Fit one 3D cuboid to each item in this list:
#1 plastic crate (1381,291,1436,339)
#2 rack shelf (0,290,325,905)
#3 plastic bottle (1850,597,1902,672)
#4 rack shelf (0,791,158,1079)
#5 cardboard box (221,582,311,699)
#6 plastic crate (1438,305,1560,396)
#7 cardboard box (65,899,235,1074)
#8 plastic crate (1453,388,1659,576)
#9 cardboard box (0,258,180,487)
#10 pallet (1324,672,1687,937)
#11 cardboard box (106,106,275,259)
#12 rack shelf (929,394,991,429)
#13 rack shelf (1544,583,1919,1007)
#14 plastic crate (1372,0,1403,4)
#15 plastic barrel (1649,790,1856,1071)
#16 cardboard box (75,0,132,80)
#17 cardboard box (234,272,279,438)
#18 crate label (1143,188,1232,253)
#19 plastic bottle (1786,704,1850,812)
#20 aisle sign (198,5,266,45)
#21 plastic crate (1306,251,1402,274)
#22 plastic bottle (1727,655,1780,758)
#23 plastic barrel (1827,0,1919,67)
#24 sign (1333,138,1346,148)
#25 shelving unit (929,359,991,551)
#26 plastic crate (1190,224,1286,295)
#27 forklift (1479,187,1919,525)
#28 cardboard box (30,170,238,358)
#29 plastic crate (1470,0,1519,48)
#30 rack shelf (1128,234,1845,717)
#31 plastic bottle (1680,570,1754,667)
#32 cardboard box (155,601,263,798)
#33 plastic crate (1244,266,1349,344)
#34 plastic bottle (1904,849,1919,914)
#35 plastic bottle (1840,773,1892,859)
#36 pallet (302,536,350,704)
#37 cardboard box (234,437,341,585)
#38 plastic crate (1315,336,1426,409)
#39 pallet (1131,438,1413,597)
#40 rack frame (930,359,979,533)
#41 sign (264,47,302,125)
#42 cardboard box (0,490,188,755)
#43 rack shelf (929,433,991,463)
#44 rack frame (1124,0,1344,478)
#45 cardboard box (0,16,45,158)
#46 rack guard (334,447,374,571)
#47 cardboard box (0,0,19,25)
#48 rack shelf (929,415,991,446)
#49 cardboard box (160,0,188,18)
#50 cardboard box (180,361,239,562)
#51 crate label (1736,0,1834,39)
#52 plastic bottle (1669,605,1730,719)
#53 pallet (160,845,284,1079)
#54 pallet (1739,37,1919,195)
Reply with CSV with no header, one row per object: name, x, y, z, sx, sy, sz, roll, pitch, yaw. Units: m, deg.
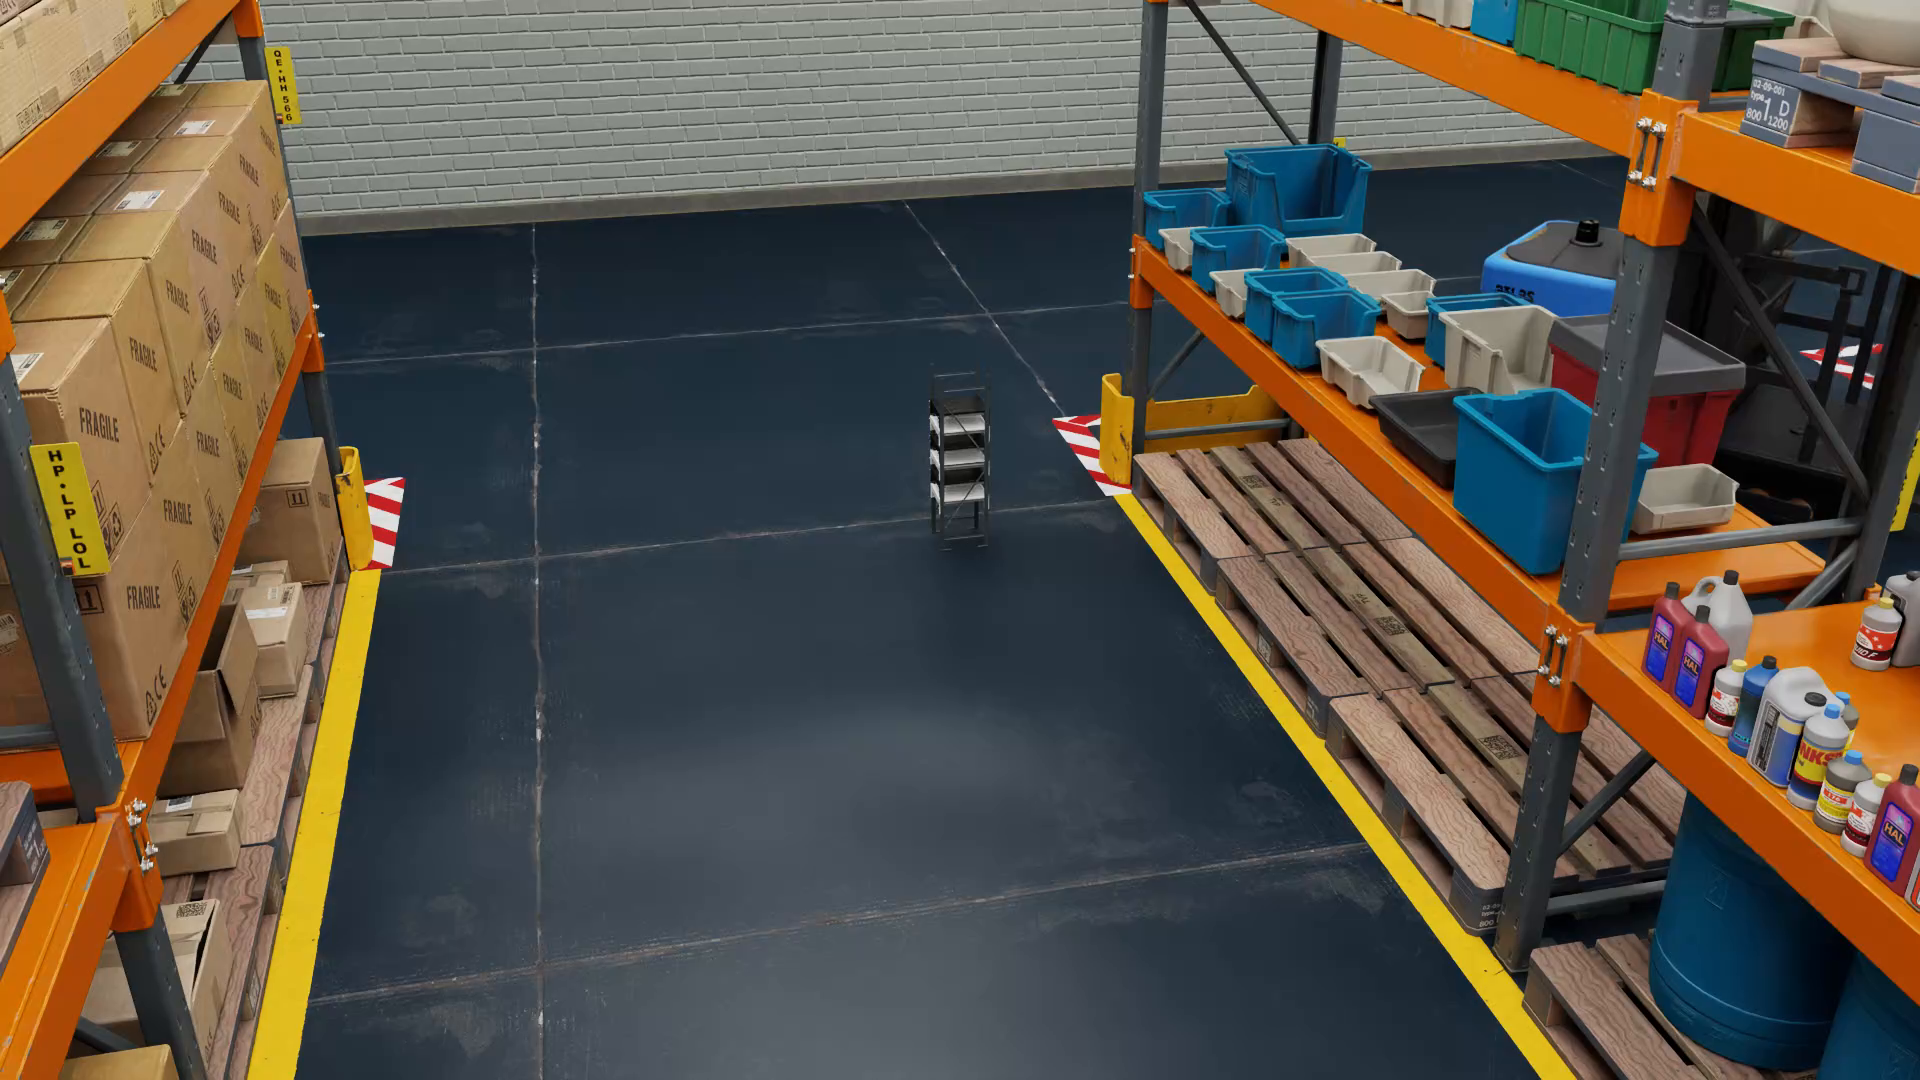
plastic crate,1.953,-0.943,7.014,0.298,0.136,0.250,-6,27,-12
rack shelf,-3.006,-0.049,5.817,1.077,0.370,4.000,-6,27,-12
plastic bottle,2.558,0.256,4.634,0.097,0.201,0.097,0,27,0
rack shelf,-2.104,1.707,2.338,1.077,0.370,4.000,-6,27,-12
cardboard box,-2.909,0.417,6.659,0.500,0.250,0.500,-6,27,-12
plastic crate,2.107,-0.657,6.287,0.437,0.282,0.530,-6,27,-12
cardboard box,-2.439,1.305,4.830,0.500,0.311,0.500,-6,27,-12
plastic crate,1.834,-0.184,5.236,0.392,0.384,0.575,-6,27,-12
cardboard box,-2.504,-0.445,4.582,0.500,0.500,0.500,-7,28,-13
pallet,2.068,0.932,6.168,1.003,0.211,1.213,-6,27,-12
cardboard box,-2.974,-1.350,6.375,0.500,0.500,0.500,-5,27,-10
rack shelf,-0.002,-0.617,7.948,0.258,0.077,0.200,-6,27,-12
rack shelf,2.722,1.206,3.331,1.077,0.370,4.000,-6,27,-12
plastic crate,1.569,-2.032,5.748,0.437,0.282,0.530,-6,27,-12
plastic barrel,2.378,0.996,4.810,0.600,0.901,0.708,-6,27,-12
cardboard box,-2.644,-1.443,4.617,0.500,0.250,0.500,-6,27,-12
cardboard box,-2.863,-0.677,6.151,0.500,0.500,0.500,-6,27,-11
crate label,1.105,-1.560,8.131,0.416,0.233,0.303,-6,27,-12
plastic bottle,2.087,0.520,4.034,0.097,0.271,0.097,0,27,0
aisle sign,-3.174,-2.470,6.929,0.394,0.787,0.004,-6,27,-12
plastic crate,1.782,-1.190,7.506,0.396,0.136,0.243,-6,27,-12
plastic bottle,2.034,0.418,4.235,0.097,0.271,0.097,0,27,0
plastic barrel,2.146,-1.324,3.599,0.433,0.535,0.433,0,27,0
sign,1.902,-1.885,8.475,0.100,0.325,0.005,-6,27,-12
shelving unit,-0.002,-0.405,8.054,0.258,0.900,0.210,-6,27,-12
plastic crate,1.253,-1.271,7.558,0.416,0.233,0.300,-6,27,-12
forklift,4.261,-1.618,8.204,3.031,2.935,1.130,19,33,33
cardboard box,-2.737,-0.898,5.479,0.500,0.500,0.500,-5,27,-10
plastic crate,1.755,-1.625,4.998,0.416,0.233,0.300,-6,27,-12
rack shelf,1.821,-0.550,6.810,1.077,0.370,4.000,-6,27,-12
plastic bottle,2.044,0.234,4.513,0.144,0.351,0.185,-6,27,-12
cardboard box,-2.984,0.602,6.012,0.797,0.503,0.637,-6,27,-12
plastic crate,1.402,-0.982,6.986,0.416,0.233,0.300,-6,27,-12
plastic bottle,2.213,0.710,3.652,0.152,0.276,0.135,-6,27,-12
plastic bottle,2.131,0.637,3.880,0.097,0.201,0.097,0,27,0
pallet,-3.259,0.380,7.263,1.003,0.211,1.213,-6,27,-12
cardboard box,-3.094,-0.115,7.435,0.500,0.500,0.500,-6,27,-12
plastic crate,1.586,-0.637,6.408,0.293,0.136,0.466,-6,27,-12
pallet,1.518,-0.139,8.291,1.003,0.211,1.213,-6,27,-12
rack frame,-0.025,-0.450,8.143,0.240,0.900,0.006,-6,27,-12
sign,-2.911,-1.954,7.156,0.100,0.325,0.005,-6,27,-12
cardboard box,-2.405,0.212,4.391,0.500,0.500,0.500,-5,27,-10
rack shelf,-0.002,-0.456,8.029,0.258,0.077,0.200,-6,27,-12
rack frame,1.370,-1.750,8.387,1.000,3.000,0.127,-6,27,-12
cardboard box,-2.424,-1.003,3.746,0.500,0.250,0.500,-6,27,-12
rack guard,-3.440,-0.099,7.891,1.175,0.500,0.348,-6,27,-12
cardboard box,-2.423,-1.226,3.633,0.500,0.250,0.500,-6,27,-12
rack shelf,-0.002,-0.536,7.988,0.258,0.077,0.200,-6,27,-12
cardboard box,-2.857,-1.883,5.489,0.500,0.250,0.500,-6,27,-12
cardboard box,-2.634,-0.233,5.271,0.500,0.500,0.500,-6,27,-12
crate label,2.443,-1.459,4.776,0.293,0.136,0.466,-6,27,-12
plastic bottle,1.969,0.321,4.414,0.061,0.283,0.133,-6,27,-12
pallet,-2.709,1.451,5.141,1.003,0.211,1.213,-6,27,-12
pallet,2.543,-0.914,3.613,1.213,0.211,1.003,-6,27,-12
